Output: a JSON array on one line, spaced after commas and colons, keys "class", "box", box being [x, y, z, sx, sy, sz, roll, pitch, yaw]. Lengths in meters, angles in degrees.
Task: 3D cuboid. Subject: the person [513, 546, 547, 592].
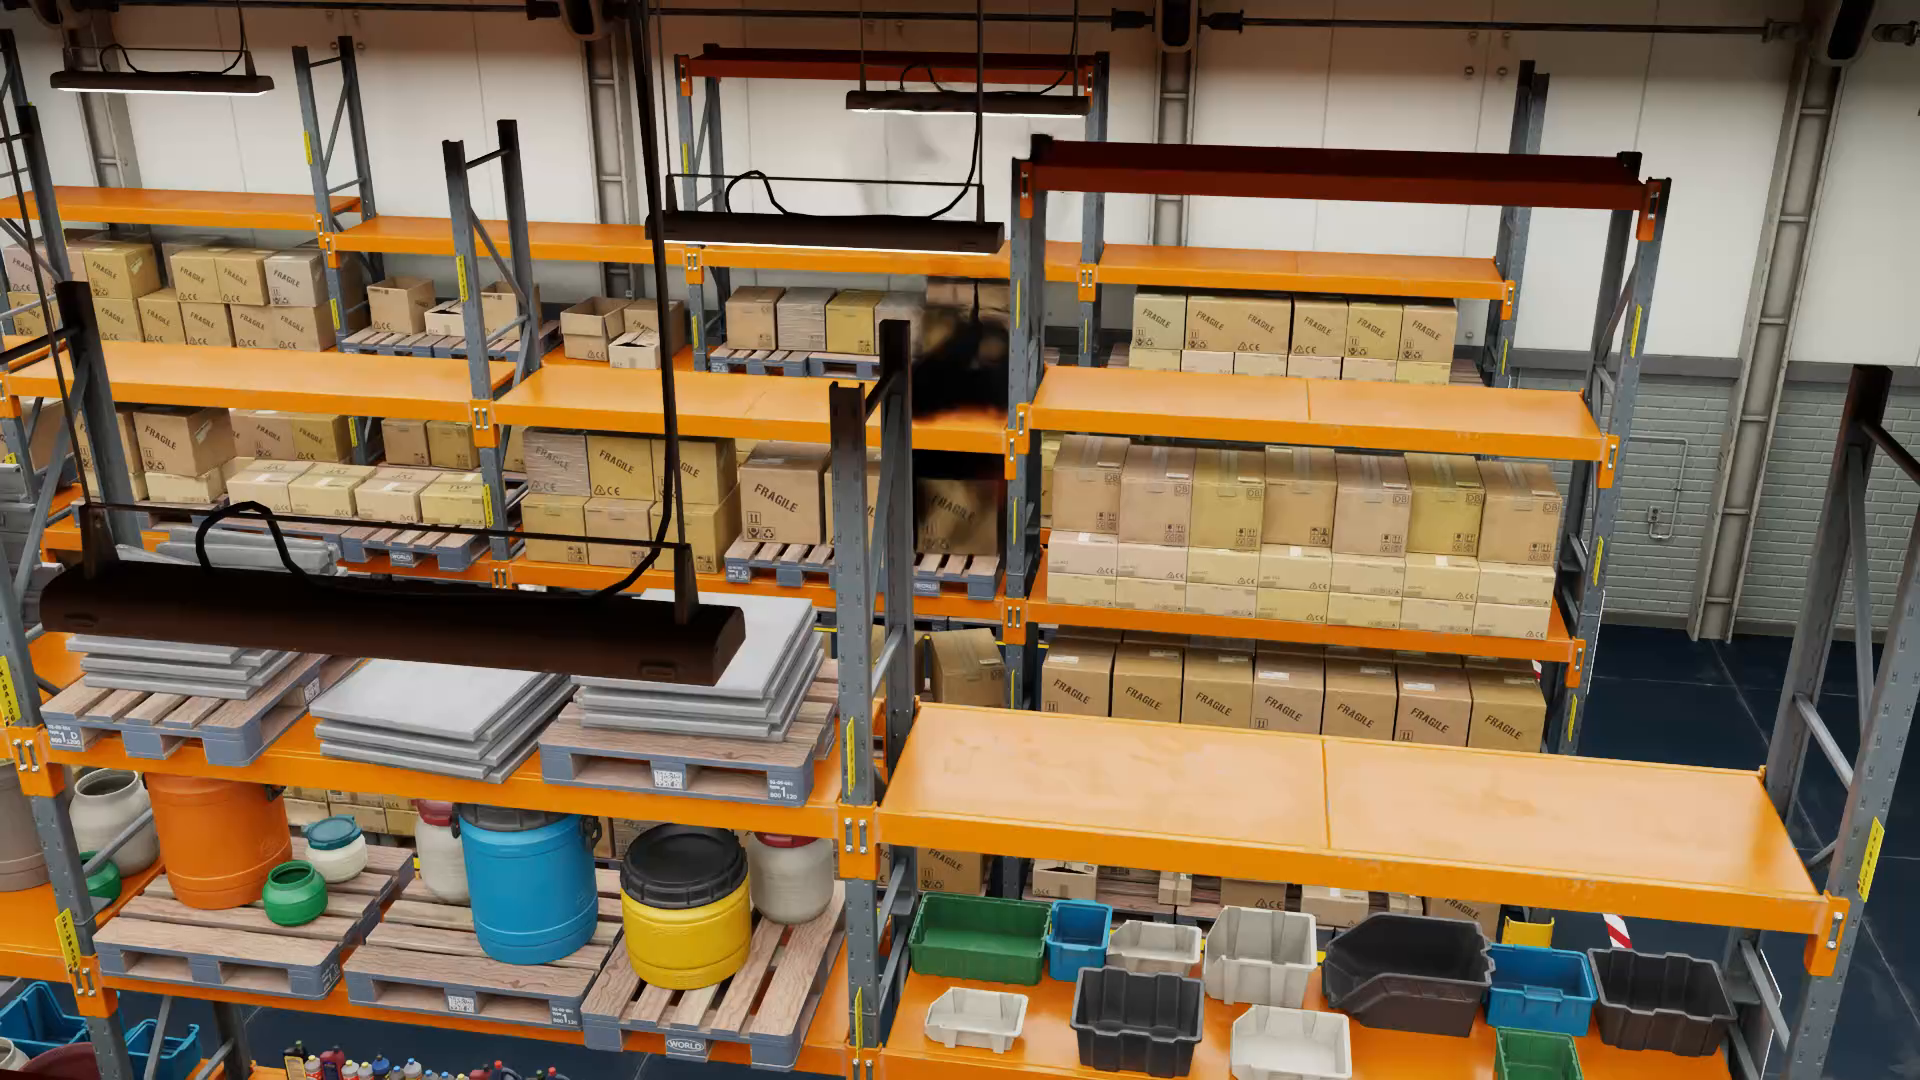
[{"class": "person", "box": [-4.116, 0.857, 16.229, 0.720, 1.672, 0.590, 4, 23, 10]}]
